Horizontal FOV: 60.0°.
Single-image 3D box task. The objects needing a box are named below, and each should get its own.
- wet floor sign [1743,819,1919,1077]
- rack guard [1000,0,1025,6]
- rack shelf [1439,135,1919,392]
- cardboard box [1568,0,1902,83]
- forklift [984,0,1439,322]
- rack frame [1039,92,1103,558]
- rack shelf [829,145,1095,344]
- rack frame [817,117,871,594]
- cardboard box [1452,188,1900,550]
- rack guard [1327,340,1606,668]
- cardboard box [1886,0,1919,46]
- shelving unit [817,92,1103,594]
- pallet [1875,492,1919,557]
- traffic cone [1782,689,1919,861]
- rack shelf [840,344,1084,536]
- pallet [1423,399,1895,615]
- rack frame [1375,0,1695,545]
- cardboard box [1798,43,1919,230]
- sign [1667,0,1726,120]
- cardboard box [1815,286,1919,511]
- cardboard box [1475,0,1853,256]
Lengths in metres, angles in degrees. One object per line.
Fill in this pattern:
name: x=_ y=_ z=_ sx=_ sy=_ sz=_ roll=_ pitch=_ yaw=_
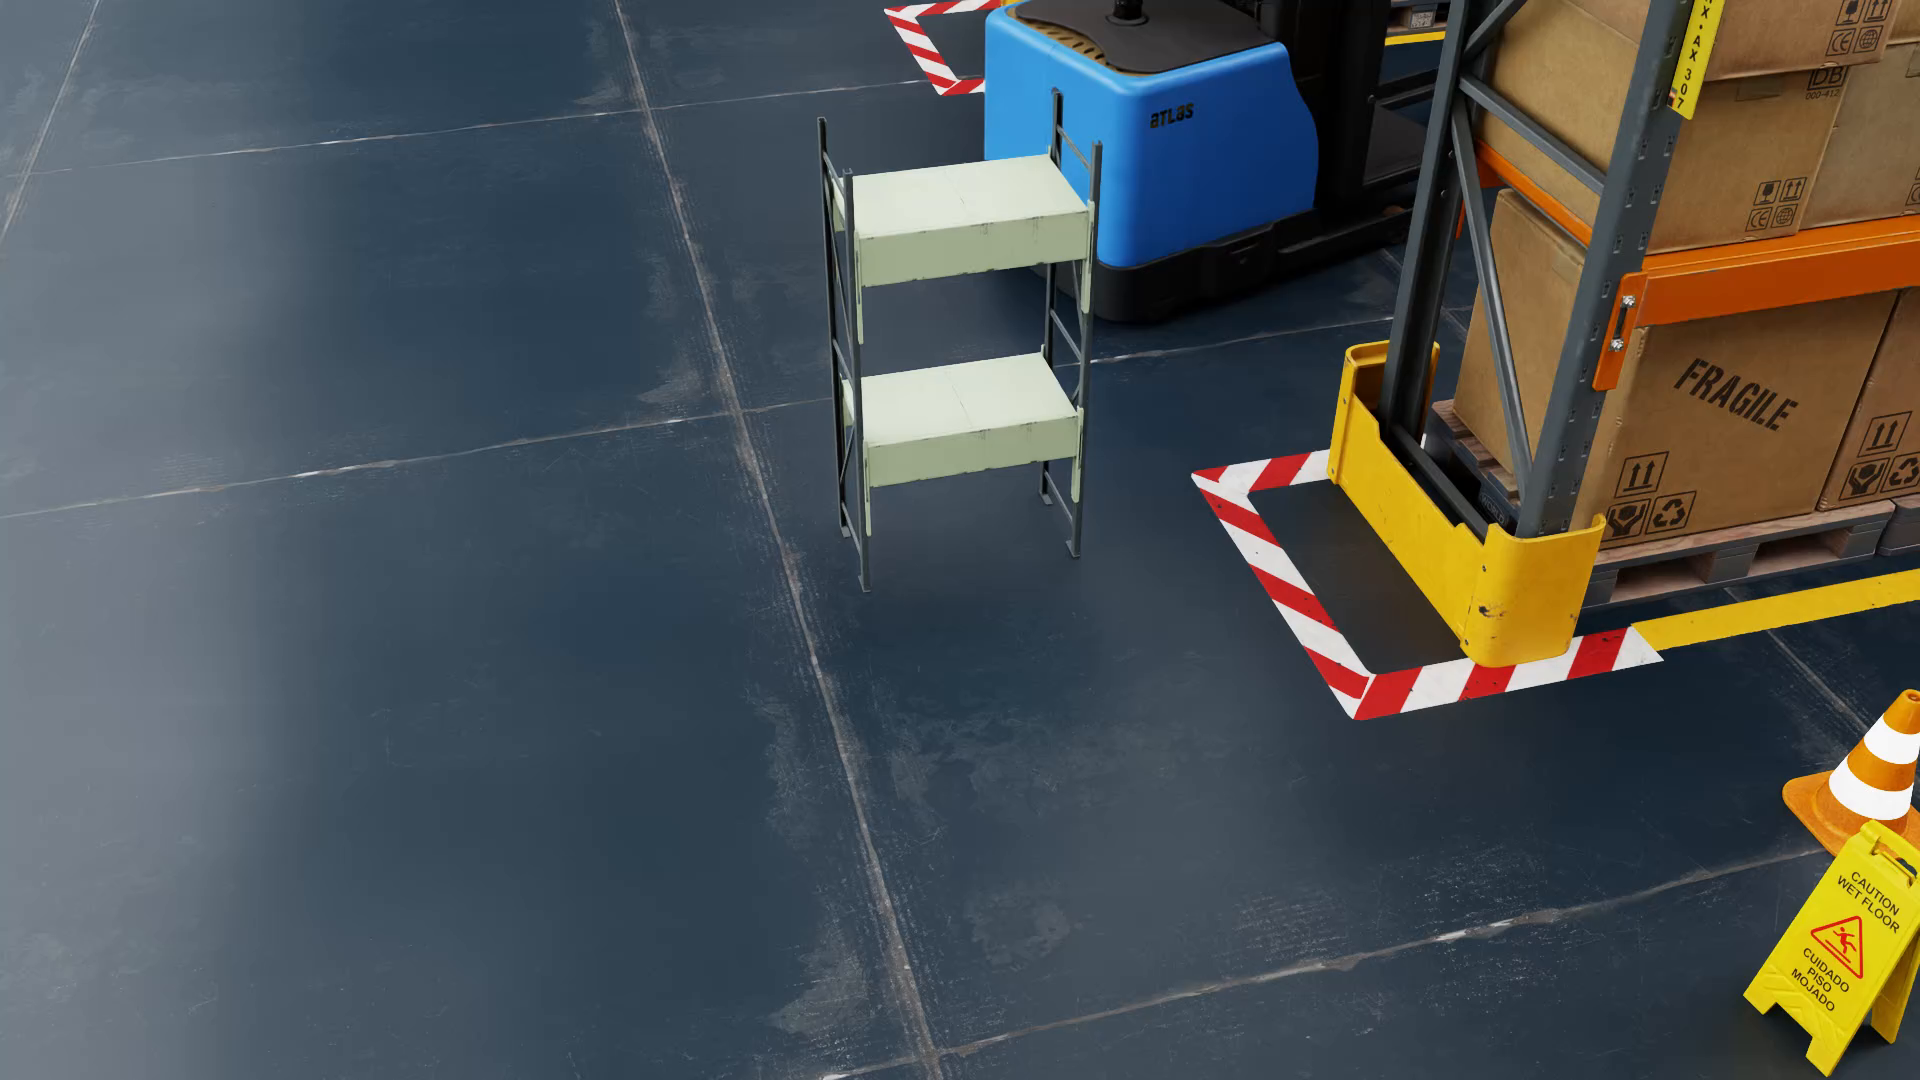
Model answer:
wet floor sign: x=2.154 y=0.948 z=3.980 sx=0.232 sy=0.644 sz=0.267 roll=-16 pitch=40 yaw=-20
rack guard: x=0.544 y=-3.098 z=9.389 sx=0.348 sy=0.500 sz=1.175 roll=-9 pitch=38 yaw=-12
rack shelf: x=3.597 y=-1.185 z=5.422 sx=4.000 sy=0.370 sz=1.077 roll=-9 pitch=38 yaw=-12
cardboard box: x=2.034 y=-1.678 z=4.463 sx=0.550 sy=0.550 sz=0.875 roll=-9 pitch=38 yaw=-12
forklift: x=1.602 y=-2.746 z=6.928 sx=3.031 sy=2.935 sz=1.130 roll=-22 pitch=43 yaw=-26
rack frame: x=0.347 y=-0.653 z=5.369 sx=0.023 sy=1.500 sz=0.400 roll=-9 pitch=38 yaw=-12
rack shelf: x=-0.006 y=-0.905 z=5.056 sx=0.720 sy=0.370 sz=0.431 roll=-9 pitch=38 yaw=-12
rack frame: x=-0.360 y=-0.537 z=5.217 sx=0.023 sy=1.500 sz=0.400 roll=-9 pitch=38 yaw=-12
cardboard box: x=2.304 y=-0.623 z=5.498 sx=0.875 sy=0.875 sz=0.875 roll=-9 pitch=38 yaw=-12
rack guard: x=1.643 y=-0.157 z=5.544 sx=0.348 sy=0.500 sz=1.175 roll=-9 pitch=38 yaw=-12
cardboard box: x=2.541 y=-1.819 z=4.647 sx=0.550 sy=0.550 sz=0.875 roll=-9 pitch=38 yaw=-12
shelving unit: x=-0.006 y=-0.595 z=5.293 sx=0.755 sy=1.500 sz=0.431 roll=-9 pitch=38 yaw=-12
pallet: x=3.593 y=-0.410 z=6.112 sx=1.213 sy=0.211 sz=1.003 roll=-9 pitch=38 yaw=-12
traffic cone: x=2.549 y=0.603 z=4.581 sx=0.334 sy=0.463 sz=0.336 roll=-9 pitch=38 yaw=-12
rack shelf: x=-0.006 y=-0.336 z=5.491 sx=0.720 sy=0.370 sz=0.431 roll=-9 pitch=38 yaw=-12
pallet: x=2.418 y=-0.218 z=5.862 sx=1.213 sy=0.211 sz=1.003 roll=-9 pitch=38 yaw=-12
rack frame: x=1.666 y=-1.154 z=4.789 sx=0.127 sy=3.000 sz=1.000 roll=-9 pitch=38 yaw=-12
cardboard box: x=2.538 y=-1.398 z=4.986 sx=0.550 sy=0.550 sz=0.875 roll=-9 pitch=38 yaw=-12
sign: x=1.805 y=-1.202 z=4.075 sx=0.005 sy=0.325 sz=0.100 roll=-9 pitch=38 yaw=-12
cardboard box: x=3.152 y=-0.763 z=5.682 sx=0.875 sy=0.875 sz=0.875 roll=-10 pitch=39 yaw=-13
cardboard box: x=2.012 y=-1.298 z=4.855 sx=0.550 sy=0.550 sz=0.875 roll=-9 pitch=38 yaw=-12
